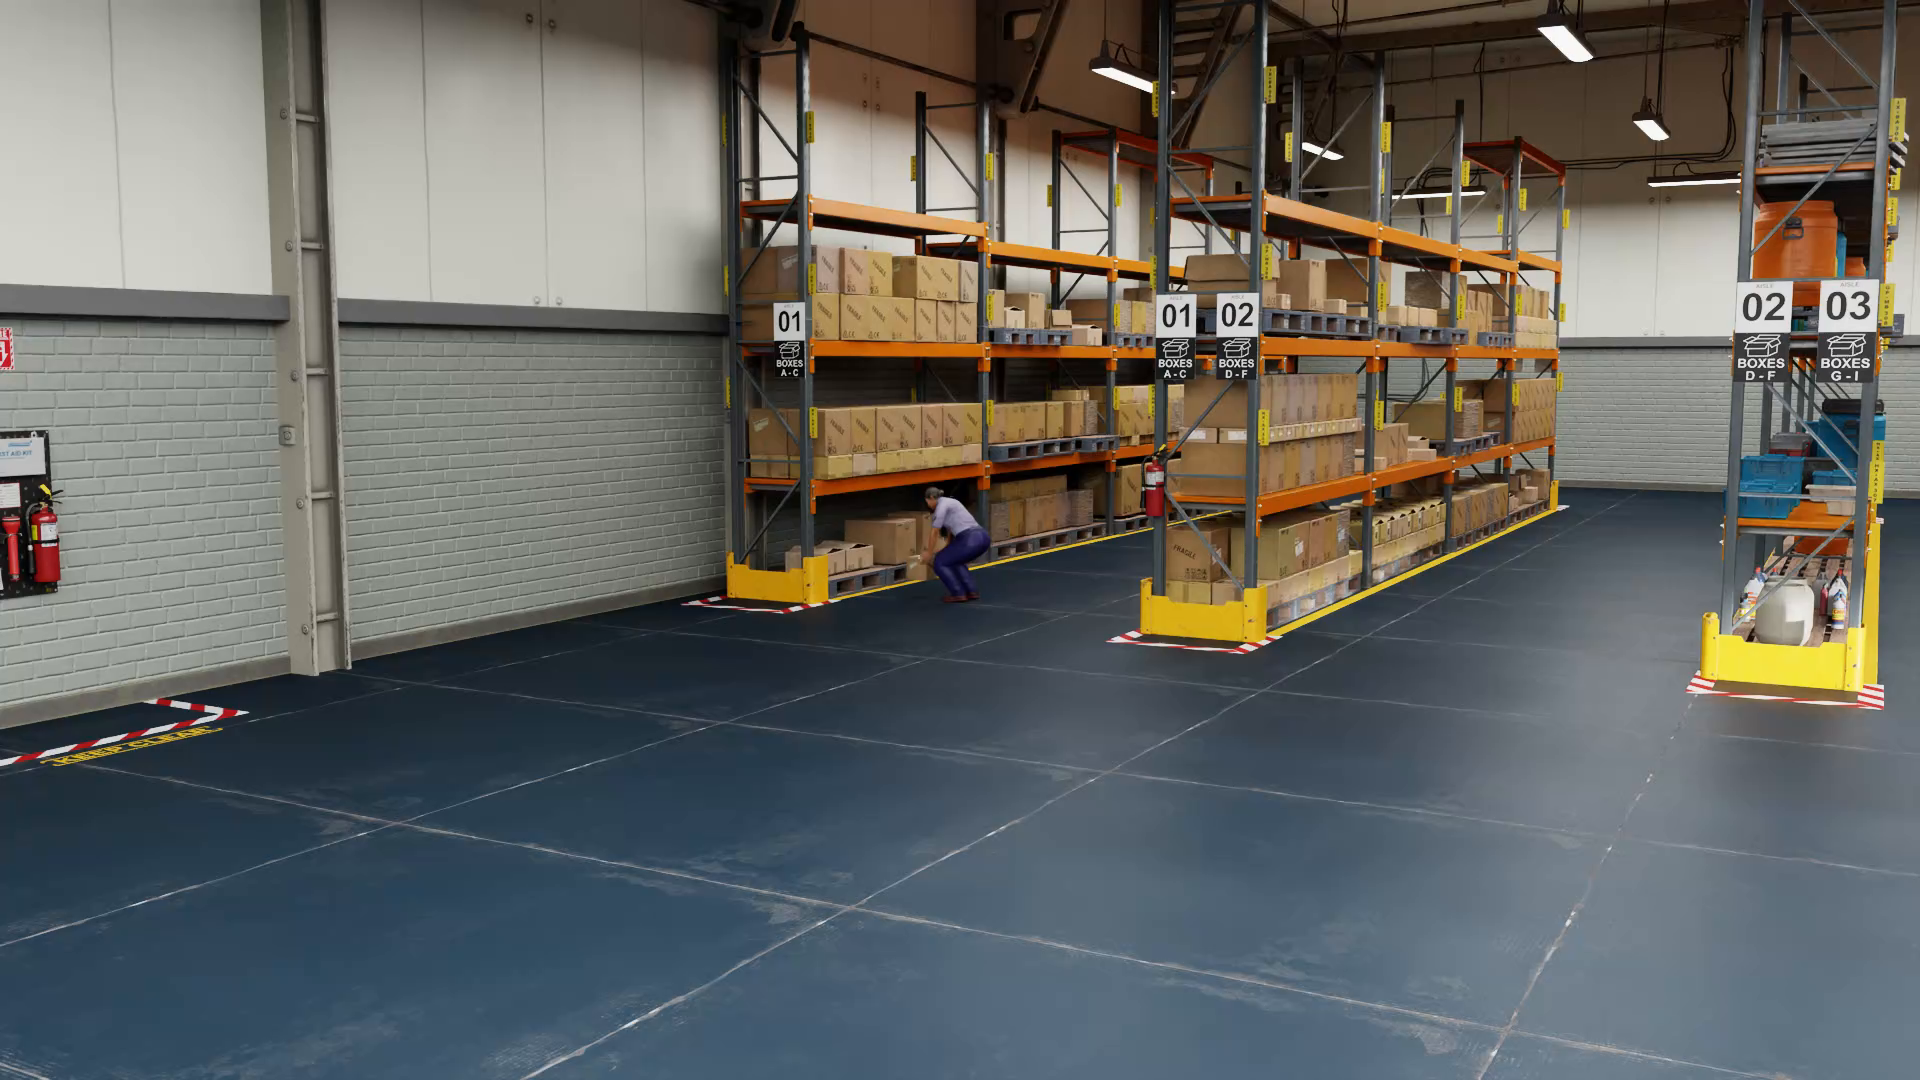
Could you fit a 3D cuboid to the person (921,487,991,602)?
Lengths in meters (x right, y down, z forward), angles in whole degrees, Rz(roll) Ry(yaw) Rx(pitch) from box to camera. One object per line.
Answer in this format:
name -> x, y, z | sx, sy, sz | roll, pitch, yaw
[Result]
person -> -0.056, 0.047, 18.024 | 0.727, 1.228, 0.540 | 3, 7, 29
